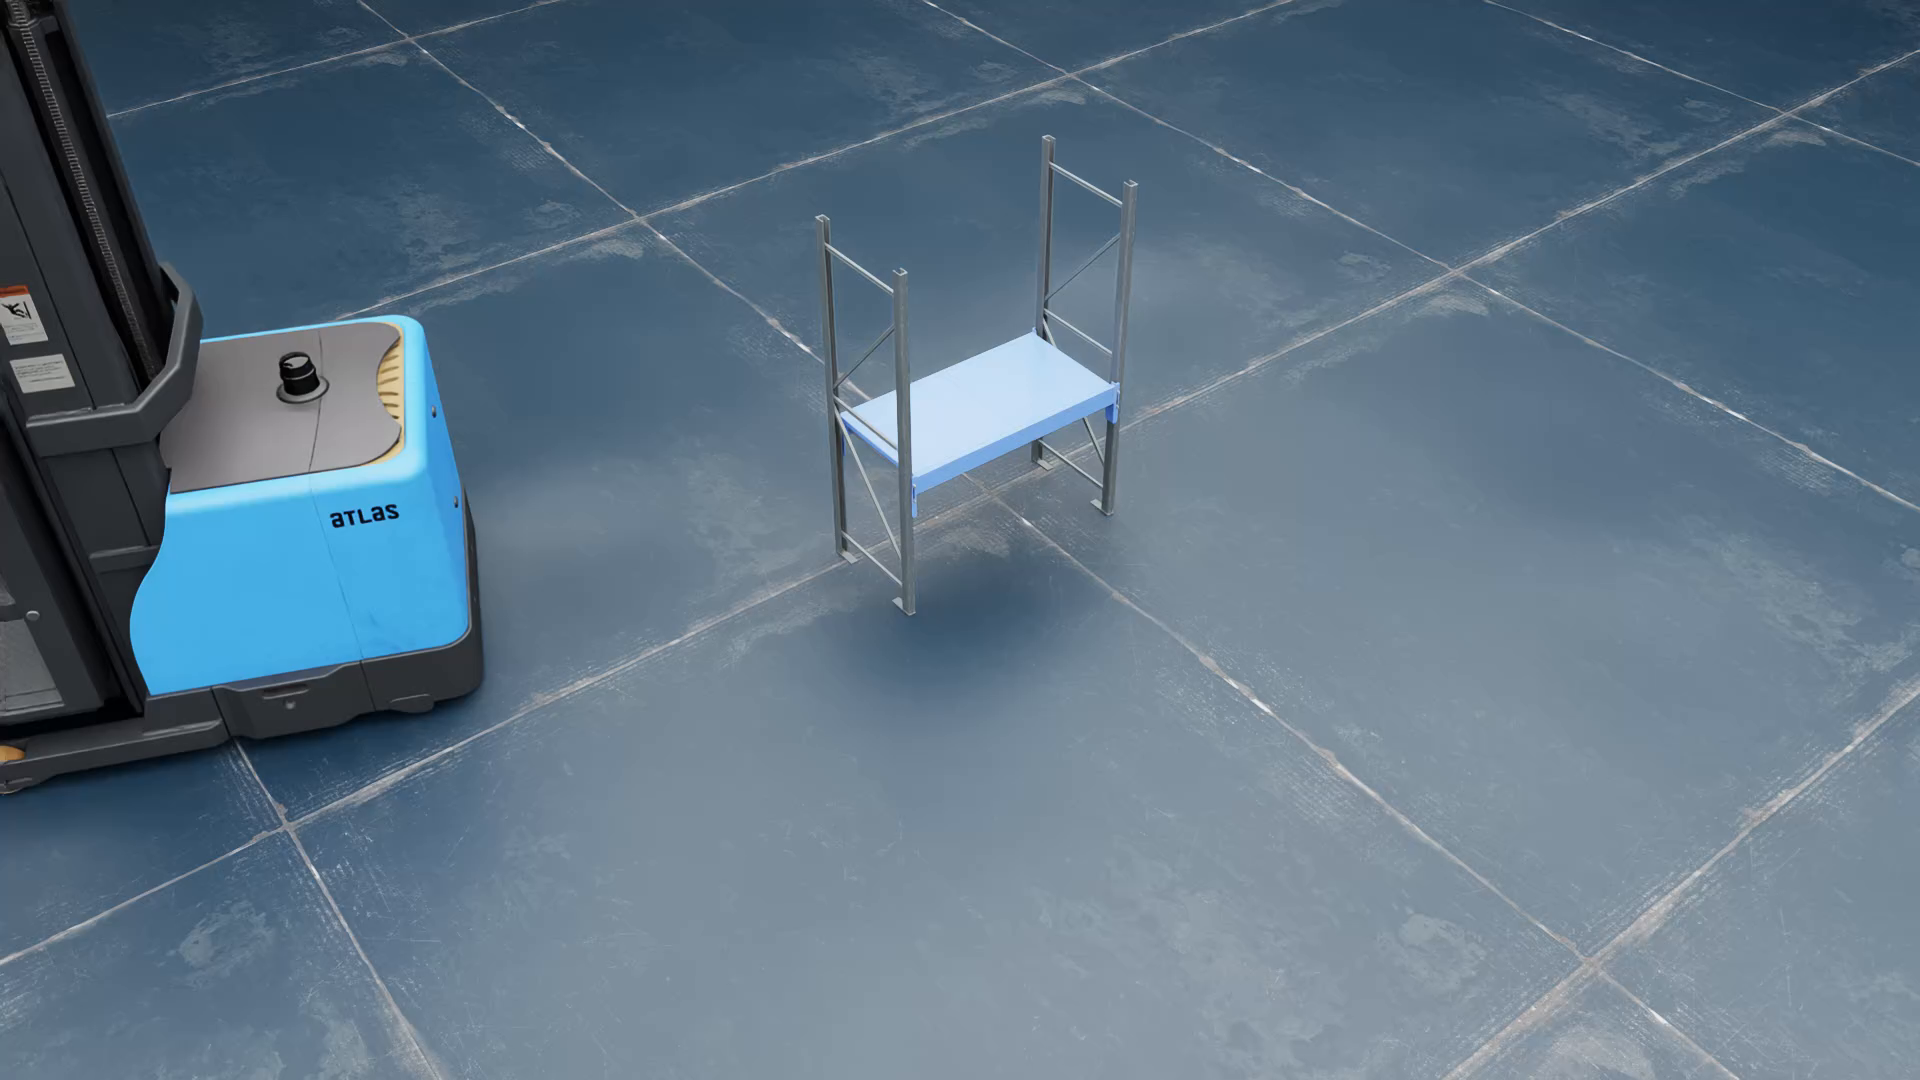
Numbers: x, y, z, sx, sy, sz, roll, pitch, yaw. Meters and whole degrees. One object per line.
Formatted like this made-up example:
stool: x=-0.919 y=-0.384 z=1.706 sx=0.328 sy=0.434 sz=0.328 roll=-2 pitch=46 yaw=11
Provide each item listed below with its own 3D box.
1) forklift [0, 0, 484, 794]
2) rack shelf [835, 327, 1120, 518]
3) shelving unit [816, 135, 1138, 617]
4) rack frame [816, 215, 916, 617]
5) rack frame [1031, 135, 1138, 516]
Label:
forklift: x=-3.303 y=-0.607 z=5.178 sx=3.031 sy=2.935 sz=1.130 roll=-10 pitch=40 yaw=-11
rack shelf: x=0.068 y=-0.474 z=6.429 sx=1.000 sy=0.185 sz=0.538 roll=-26 pitch=46 yaw=-28
shelving unit: x=0.068 y=-0.613 z=6.315 sx=1.048 sy=1.500 sz=0.538 roll=-26 pitch=46 yaw=-28
rack frame: x=-0.335 y=-0.416 z=6.075 sx=0.032 sy=1.500 sz=0.500 roll=-26 pitch=46 yaw=-28
rack frame: x=0.471 y=-0.809 z=6.554 sx=0.032 sy=1.500 sz=0.500 roll=-26 pitch=46 yaw=-28
